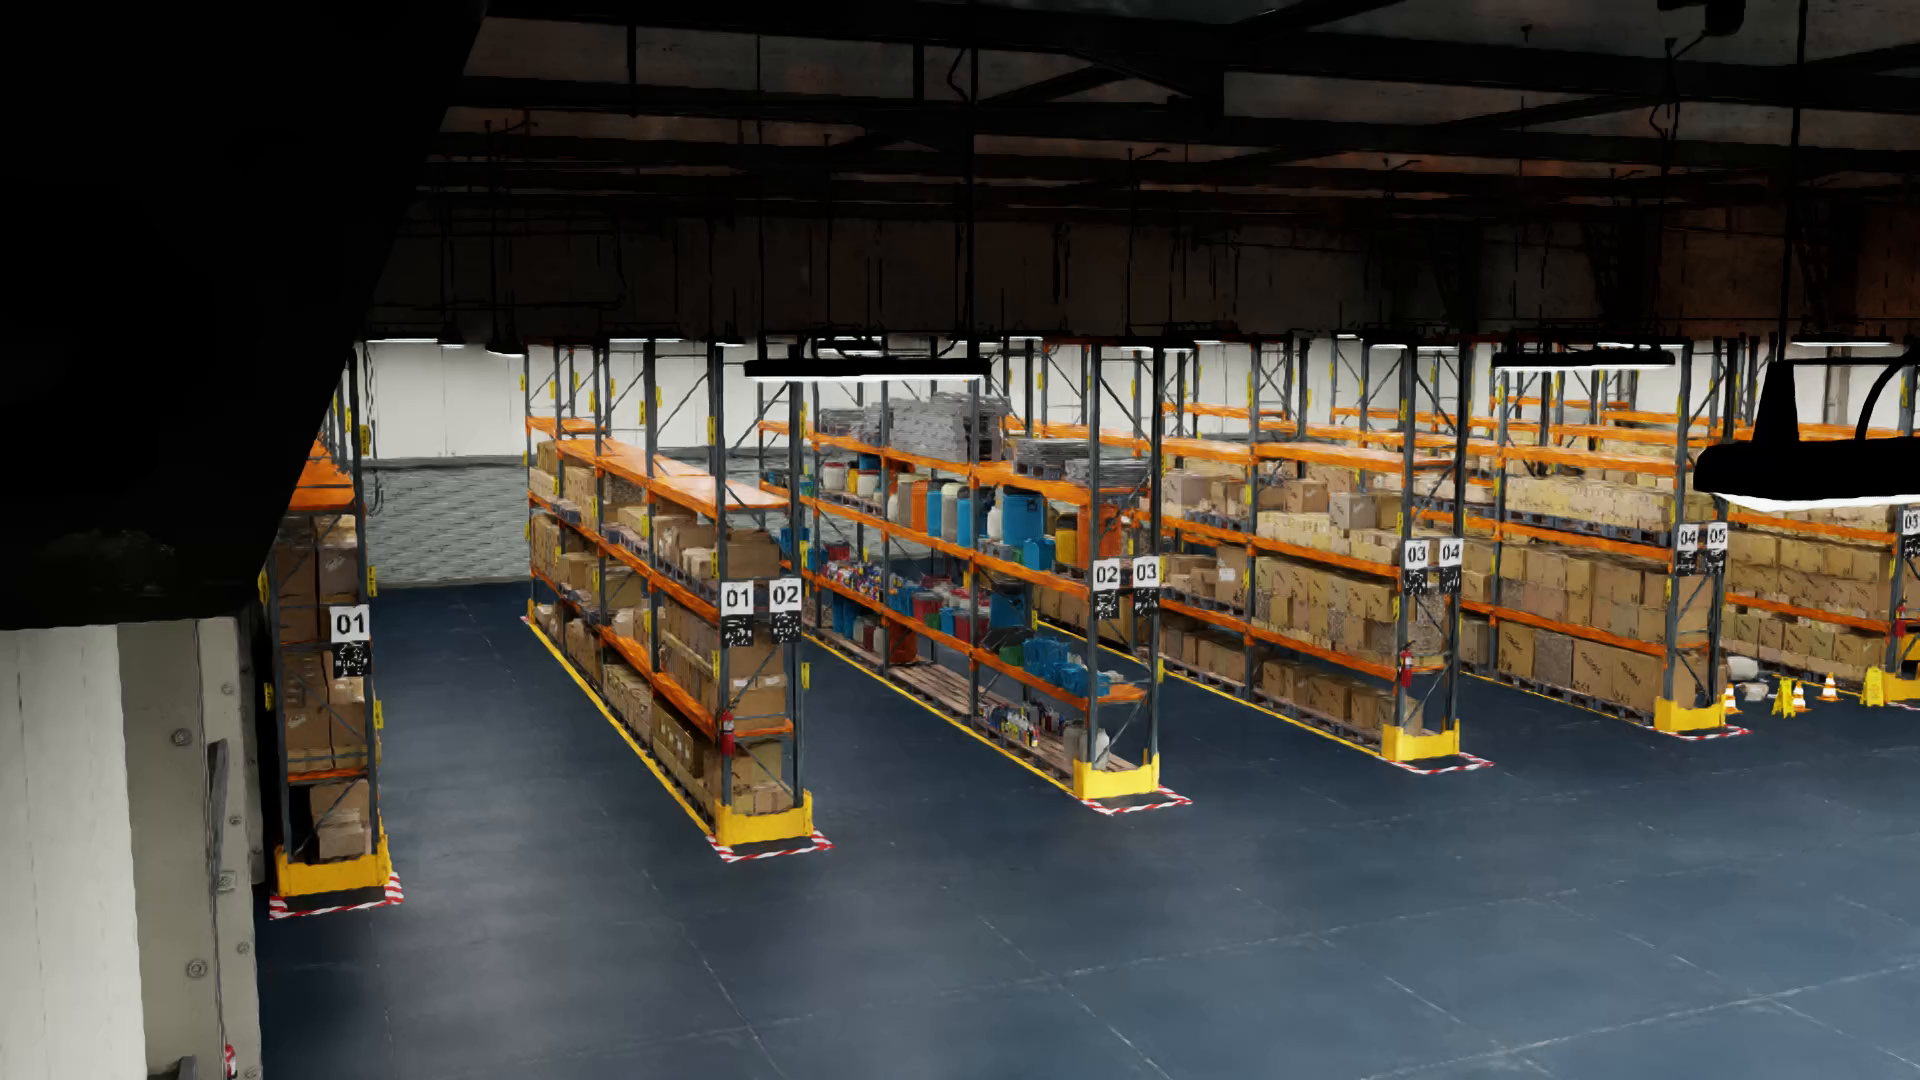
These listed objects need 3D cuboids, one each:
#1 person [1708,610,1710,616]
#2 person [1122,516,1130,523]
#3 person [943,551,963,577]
[{"bbox_3d":[15.106,0.978,33.988,0.459,1.677,0.525,1,8,9],"label":"person"},{"bbox_3d":[3.900,0.033,40.982,0.634,1.736,1.038,0,8,1],"label":"person"},{"bbox_3d":[-0.195,0.087,40.662,0.569,1.717,0.611,5,9,33],"label":"person"}]
